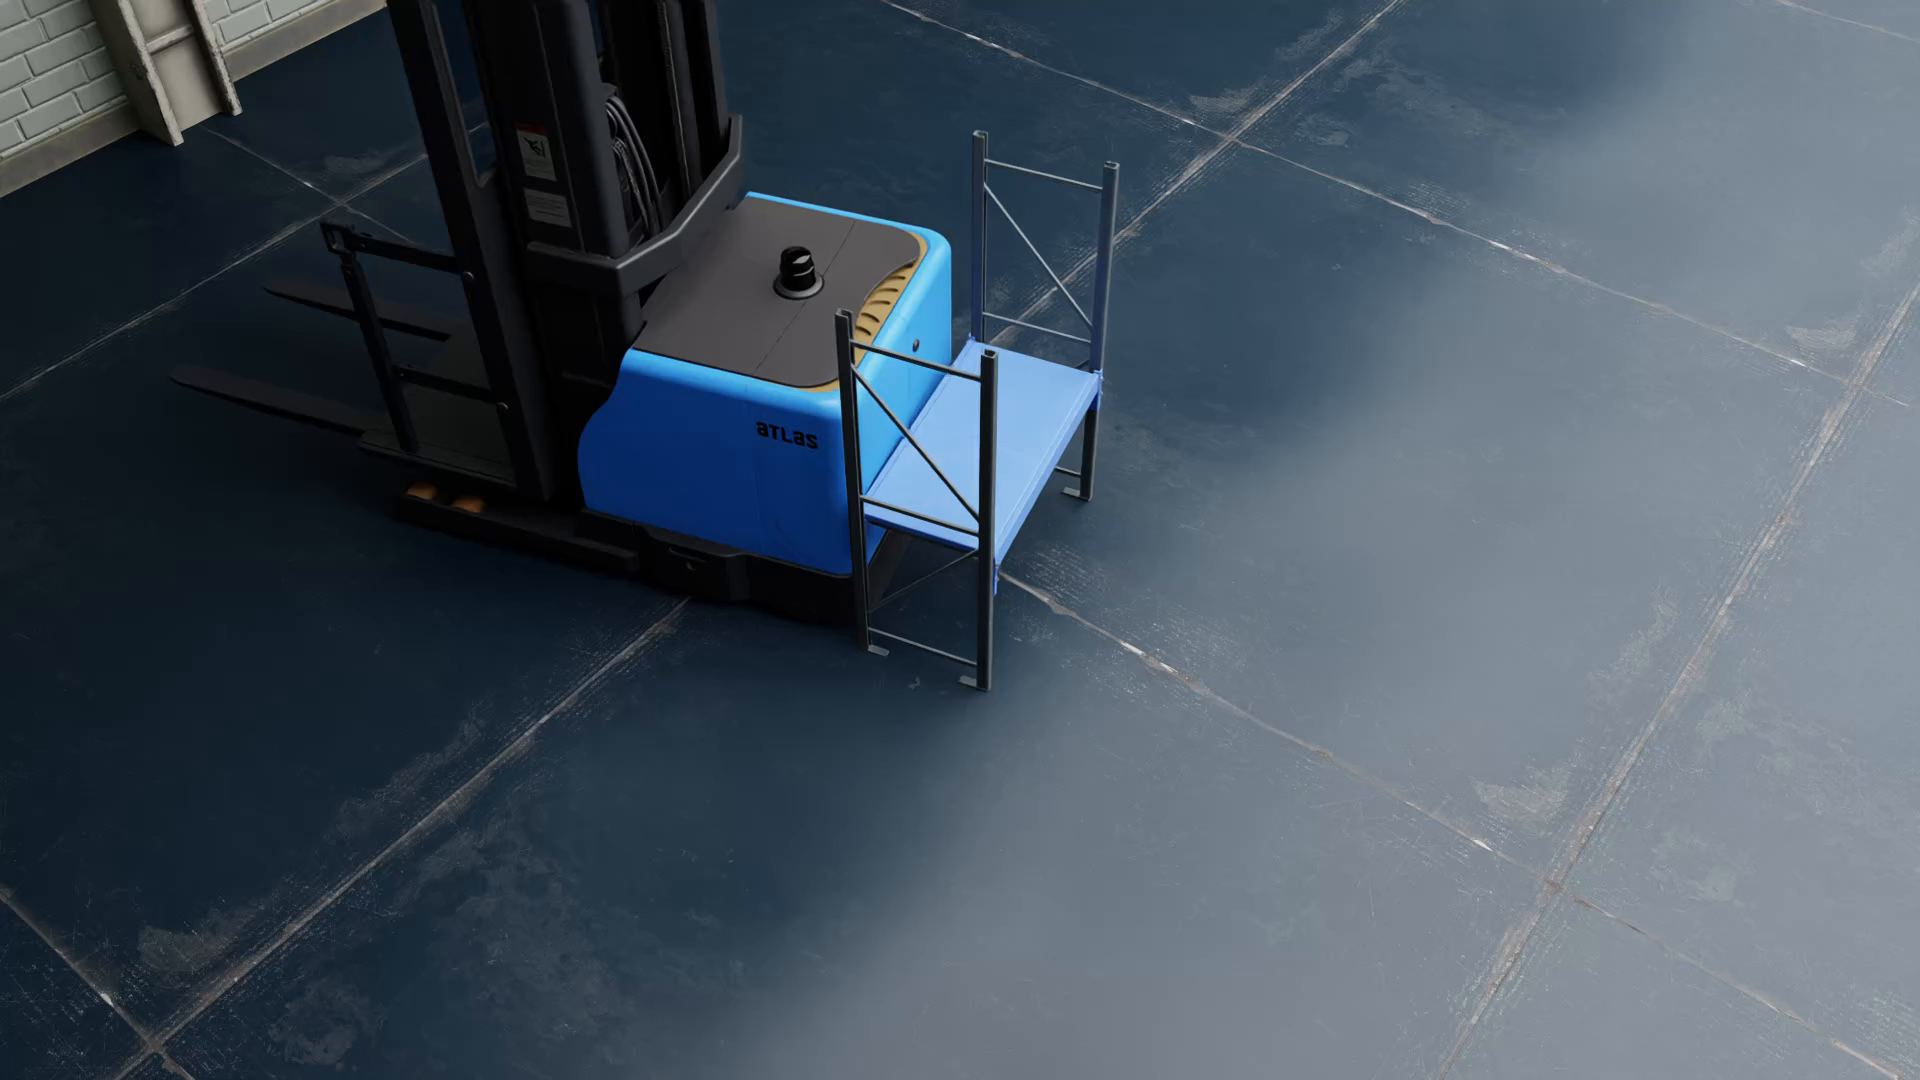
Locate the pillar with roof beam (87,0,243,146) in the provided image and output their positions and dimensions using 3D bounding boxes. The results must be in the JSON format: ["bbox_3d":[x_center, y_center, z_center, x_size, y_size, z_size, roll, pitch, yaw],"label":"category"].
[{"bbox_3d":[-0.409,-3.297,3.176,9.100,9.000,0.400,29,53,25],"label":"pillar with roof beam"}]

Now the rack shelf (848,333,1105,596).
[{"bbox_3d":[0.074,-0.286,5.735,0.538,0.185,1.000,17,49,16],"label":"rack shelf"}]

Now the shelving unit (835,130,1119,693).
[{"bbox_3d":[0.074,-0.410,5.605,0.538,1.500,1.048,17,49,16],"label":"shelving unit"}]

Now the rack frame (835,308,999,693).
[{"bbox_3d":[-0.127,-0.073,5.282,0.500,1.500,0.032,17,49,16],"label":"rack frame"}]

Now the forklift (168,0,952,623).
[{"bbox_3d":[-1.590,-1.369,5.531,3.031,2.935,1.130,14,48,13],"label":"forklift"}]

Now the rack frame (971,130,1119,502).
[{"bbox_3d":[0.275,-0.748,5.927,0.500,1.500,0.032,17,49,16],"label":"rack frame"}]
